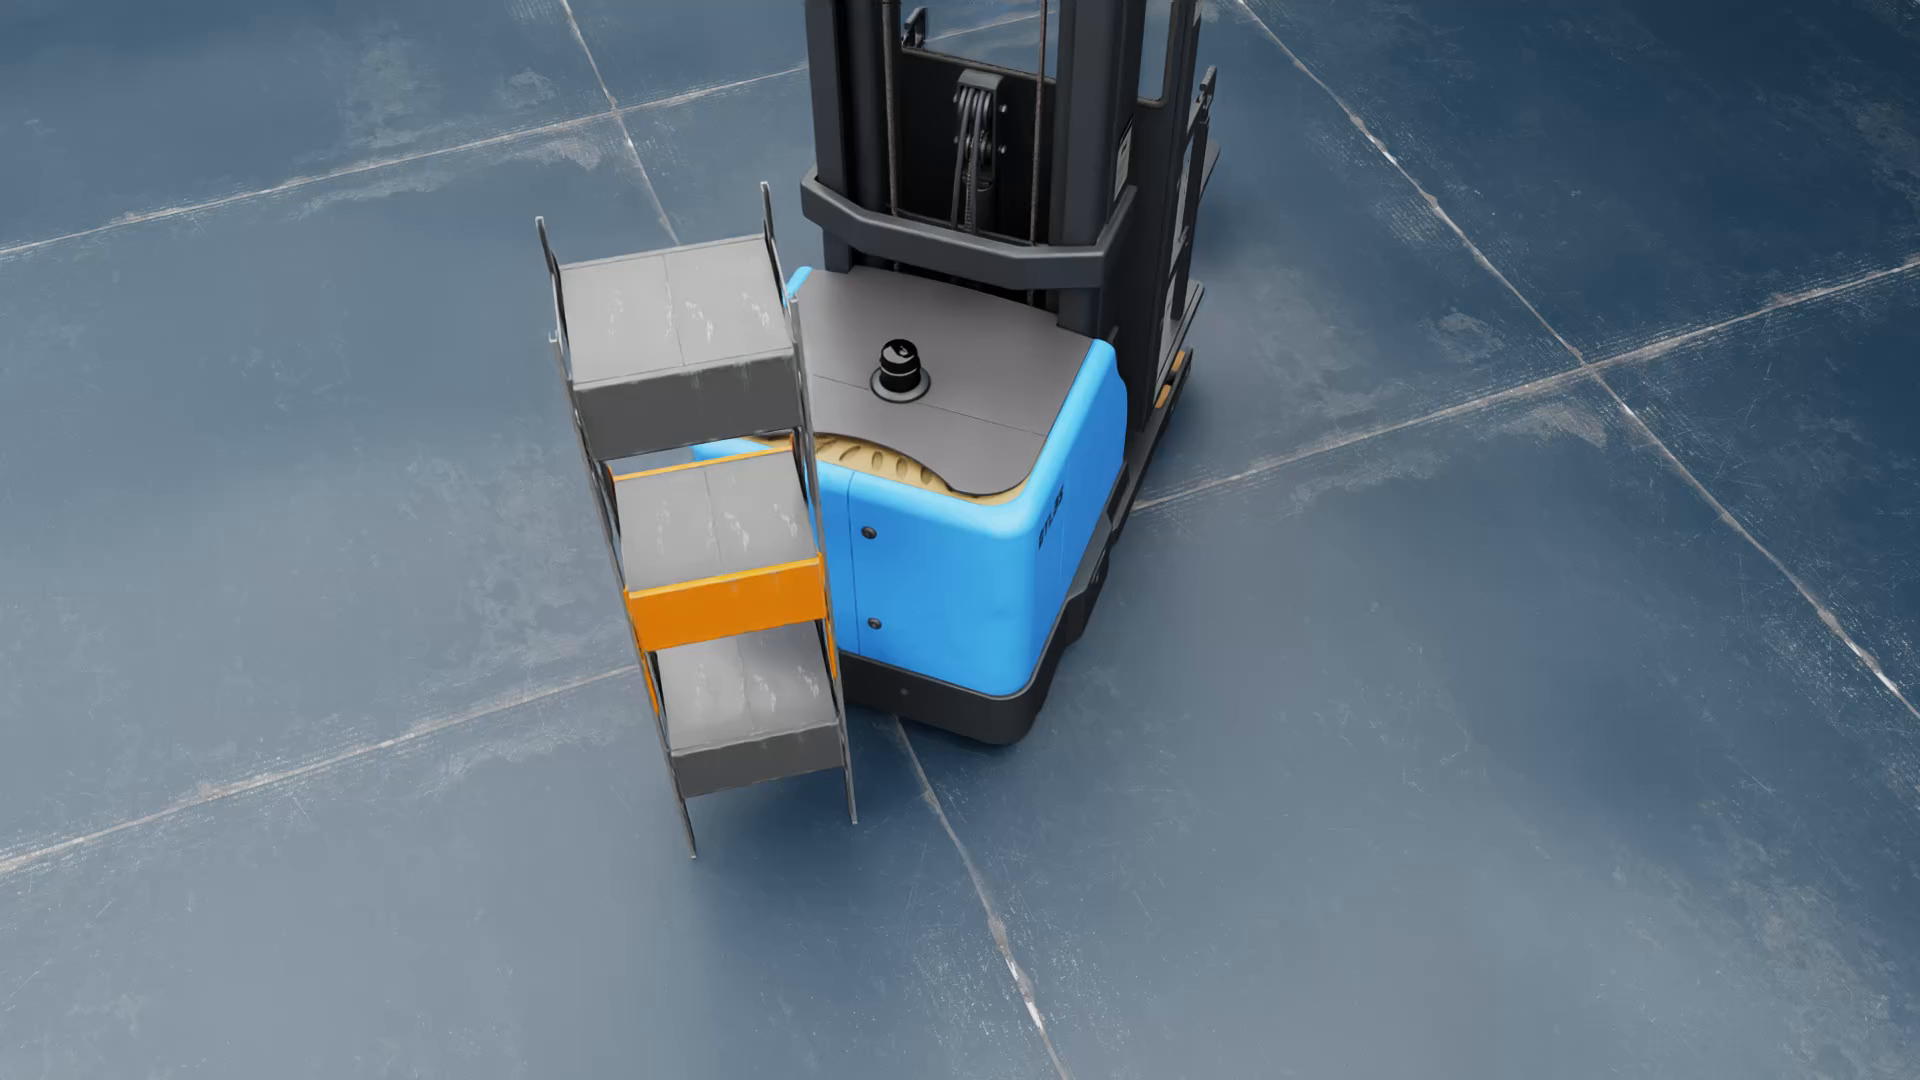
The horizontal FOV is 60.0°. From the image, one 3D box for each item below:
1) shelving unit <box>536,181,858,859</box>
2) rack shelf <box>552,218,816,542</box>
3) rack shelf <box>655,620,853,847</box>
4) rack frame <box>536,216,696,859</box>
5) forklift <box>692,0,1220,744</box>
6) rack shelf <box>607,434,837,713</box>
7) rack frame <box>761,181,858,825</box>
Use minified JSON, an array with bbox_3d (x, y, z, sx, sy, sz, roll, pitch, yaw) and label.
[{"bbox_3d":[-0.609,0.081,4.288,0.503,2.100,0.431,-11,51,-8],"label":"shelving unit"},{"bbox_3d":[-0.617,-0.358,3.760,0.480,0.518,0.431,-11,51,-8],"label":"rack shelf"},{"bbox_3d":[-0.602,0.538,4.836,0.480,0.518,0.431,-11,51,-8],"label":"rack shelf"},{"bbox_3d":[-0.847,0.126,4.254,0.015,2.100,0.400,-11,51,-8],"label":"rack frame"},{"bbox_3d":[0.224,-1.470,5.081,1.130,2.935,3.031,16,51,13],"label":"forklift"},{"bbox_3d":[-0.609,0.090,4.298,0.480,0.518,0.431,-11,51,-8],"label":"rack shelf"},{"bbox_3d":[-0.372,0.036,4.322,0.015,2.100,0.400,-11,51,-8],"label":"rack frame"}]
